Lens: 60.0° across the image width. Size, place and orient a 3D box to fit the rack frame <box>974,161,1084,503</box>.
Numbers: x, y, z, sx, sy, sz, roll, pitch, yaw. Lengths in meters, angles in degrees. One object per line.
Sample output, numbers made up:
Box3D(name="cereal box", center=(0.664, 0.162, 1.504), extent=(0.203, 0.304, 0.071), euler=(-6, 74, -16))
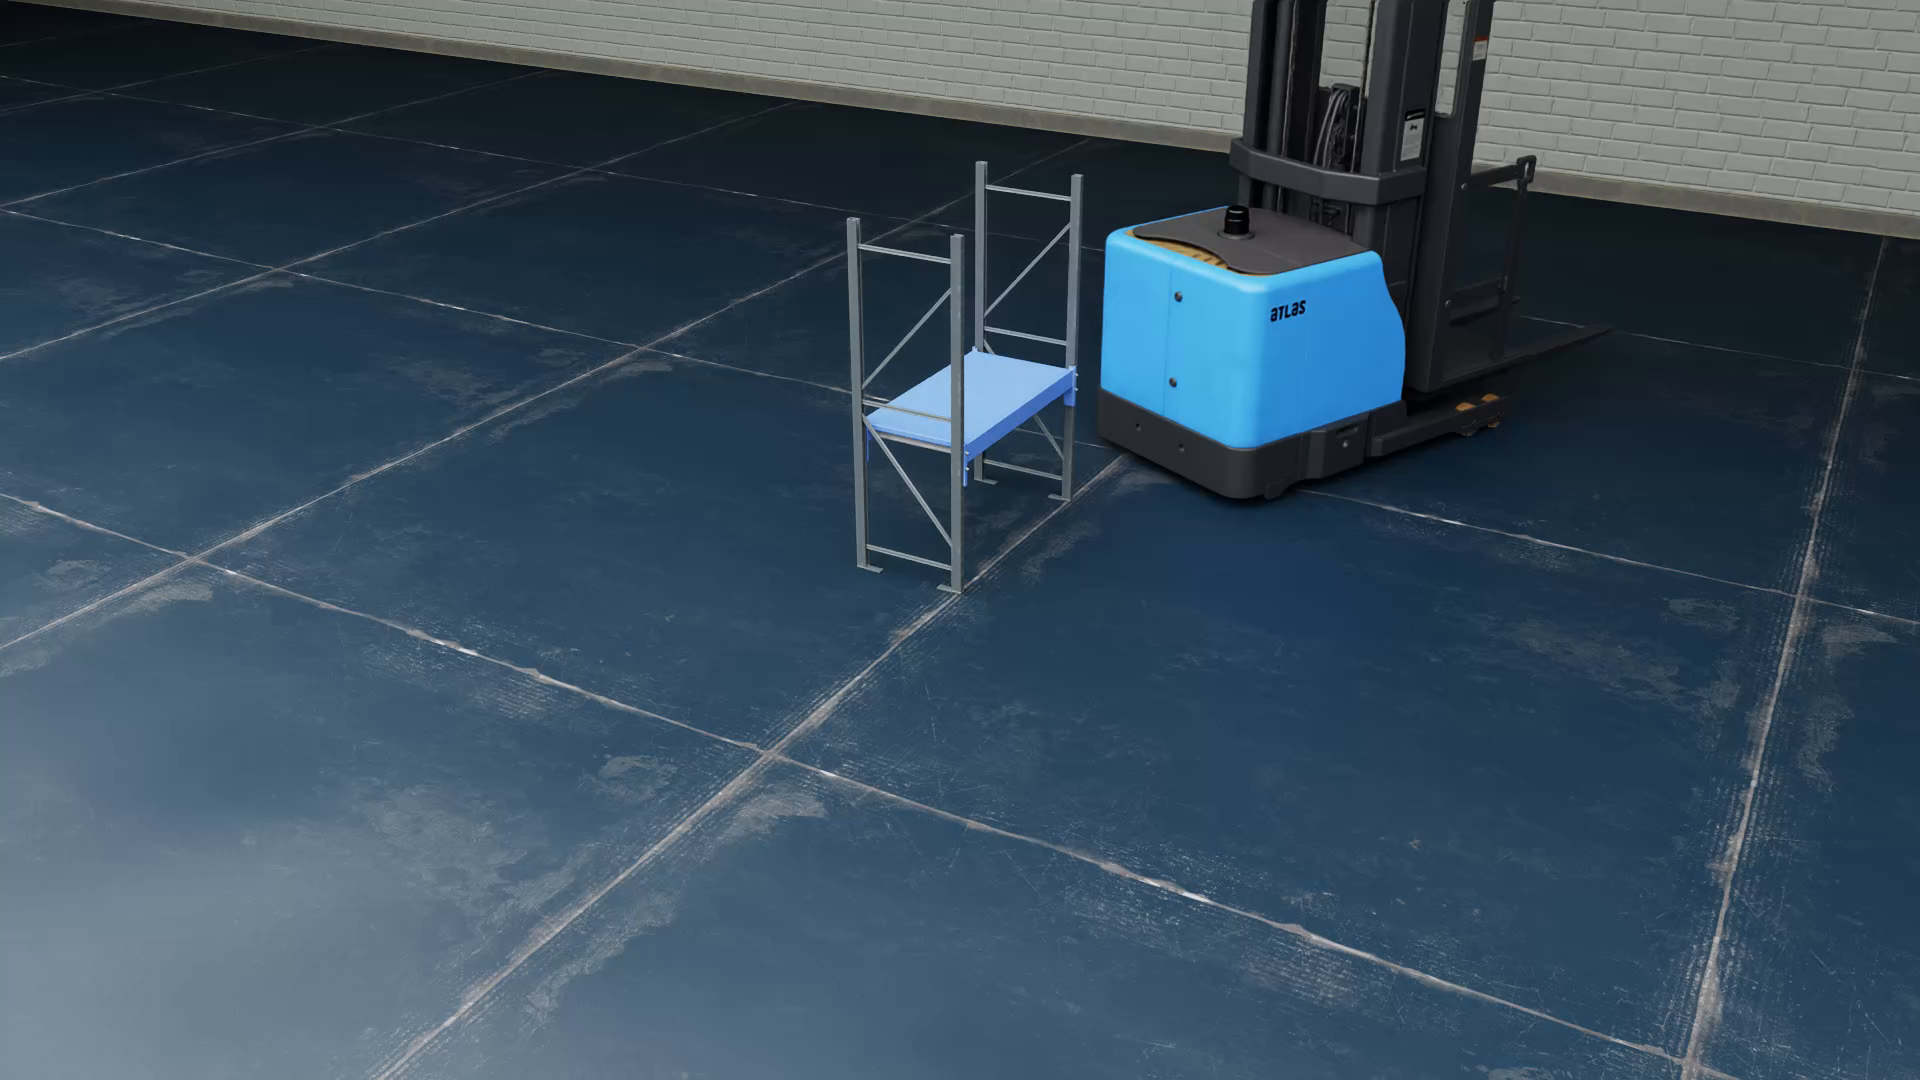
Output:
Box3D(name="rack frame", center=(0.292, -0.902, 7.376), extent=(0.500, 1.500, 0.032), euler=(14, 30, 26))

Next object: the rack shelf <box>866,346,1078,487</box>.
Box3D(name="rack shelf", center=(0.042, -0.543, 7.061), extent=(0.538, 0.185, 1.000), euler=(14, 30, 26))

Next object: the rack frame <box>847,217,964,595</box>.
Box3D(name="rack frame", center=(-0.208, -0.506, 6.585), extent=(0.500, 1.500, 0.032), euler=(14, 30, 26))

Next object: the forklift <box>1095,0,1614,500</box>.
Box3D(name="forklift", center=(2.155, -1.999, 7.969), extent=(3.031, 2.935, 1.130), euler=(-18, 32, -32))

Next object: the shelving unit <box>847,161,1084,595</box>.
Box3D(name="shelving unit", center=(0.042, -0.704, 6.981), extent=(0.538, 1.500, 1.048), euler=(14, 30, 26))
